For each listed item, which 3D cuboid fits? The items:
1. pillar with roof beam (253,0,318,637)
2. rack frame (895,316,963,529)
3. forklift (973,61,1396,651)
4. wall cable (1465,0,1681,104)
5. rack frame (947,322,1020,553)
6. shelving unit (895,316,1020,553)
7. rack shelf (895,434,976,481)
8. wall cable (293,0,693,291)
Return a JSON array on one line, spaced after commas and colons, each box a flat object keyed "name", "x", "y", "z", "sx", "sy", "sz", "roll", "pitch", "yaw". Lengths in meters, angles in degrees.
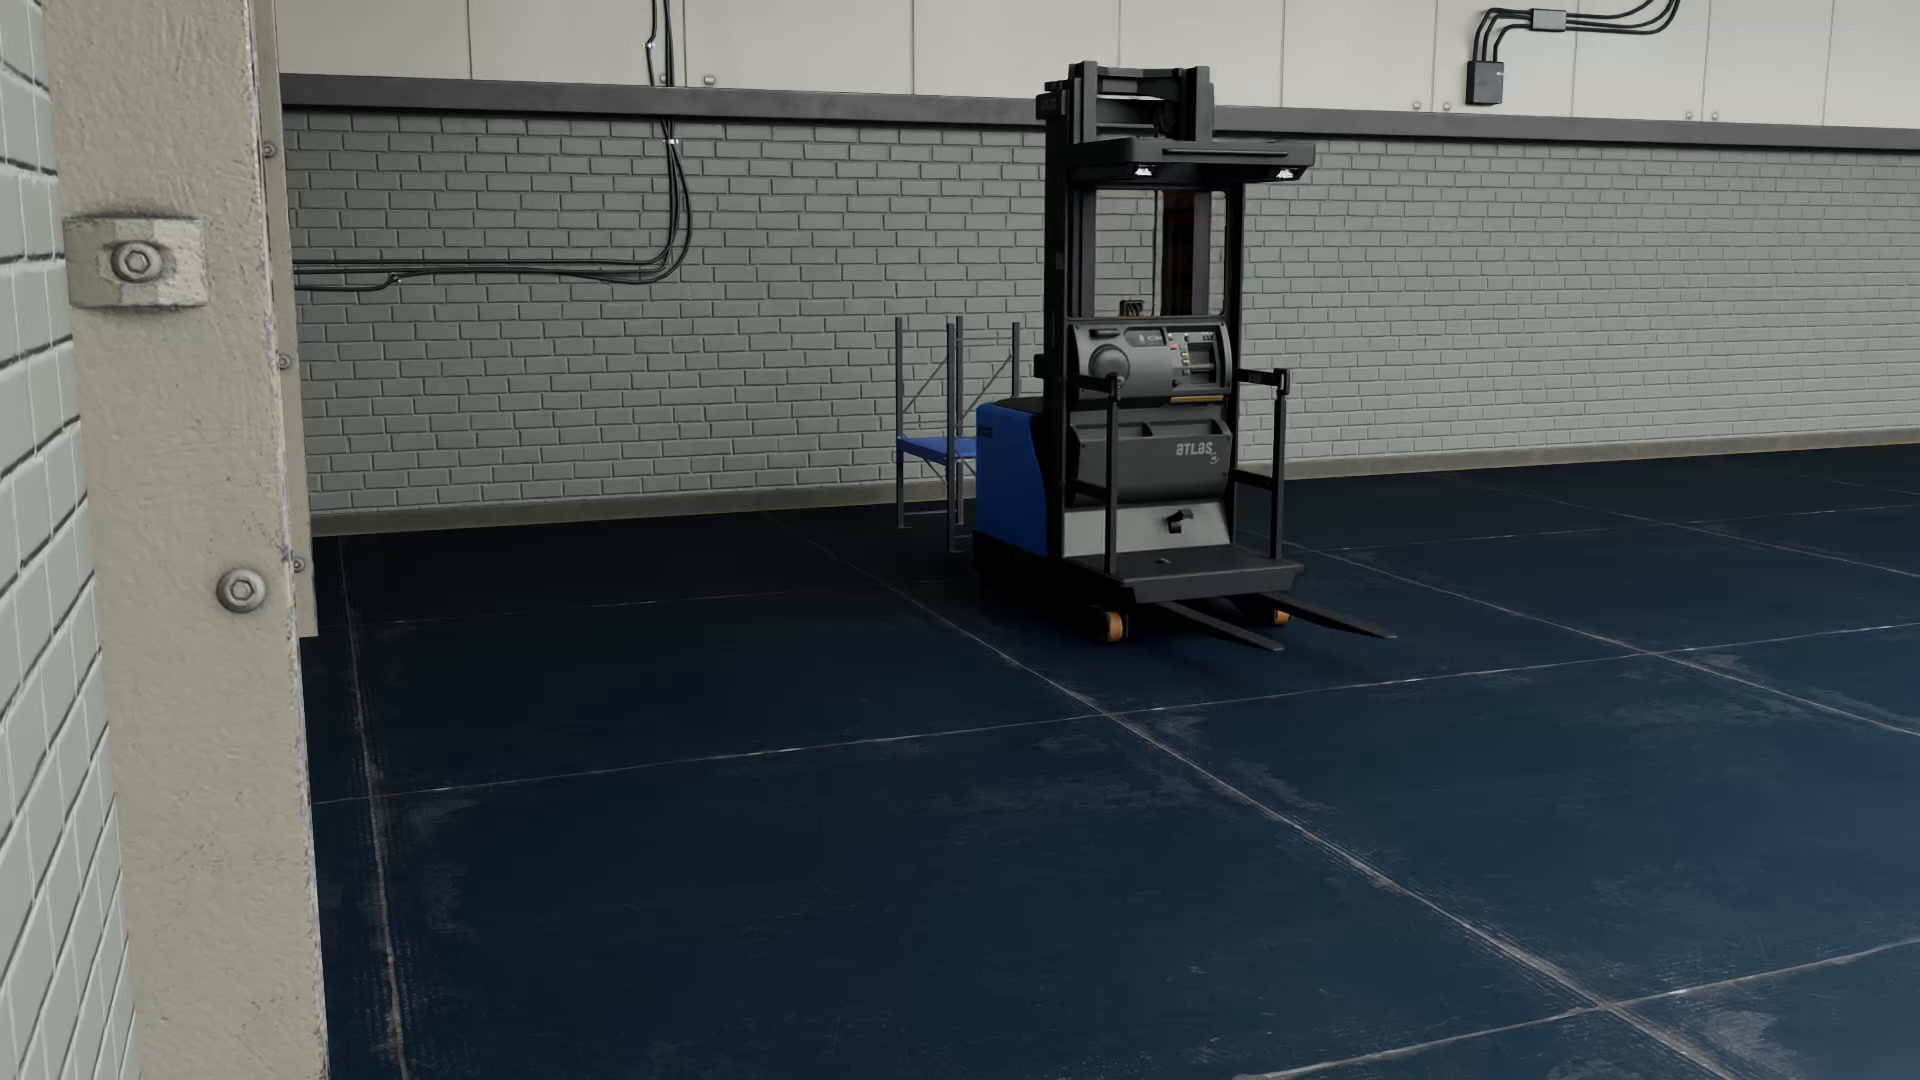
[{"name": "pillar with roof beam", "x": 0.467, "y": -4.229, "z": 9.499, "sx": 9.100, "sy": 9.000, "sz": 0.400, "roll": -4, "pitch": 11, "yaw": -21}, {"name": "rack frame", "x": -0.215, "y": -0.835, "z": 11.834, "sx": 0.500, "sy": 1.500, "sz": 0.032, "roll": -4, "pitch": 11, "yaw": -21}, {"name": "forklift", "x": 1.115, "y": -1.001, "z": 8.678, "sx": 1.130, "sy": 2.935, "sz": 3.031, "roll": -4, "pitch": 11, "yaw": -22}, {"name": "wall cable", "x": 5.474, "y": -6.795, "z": 14.213, "sx": 2.305, "sy": 6.003, "sz": 0.169, "roll": -4, "pitch": 11, "yaw": -21}, {"name": "rack frame", "x": 0.153, "y": -0.669, "z": 10.901, "sx": 0.500, "sy": 1.500, "sz": 0.032, "roll": -4, "pitch": 11, "yaw": -21}, {"name": "shelving unit", "x": -0.031, "y": -0.752, "z": 11.367, "sx": 0.538, "sy": 1.500, "sz": 1.048, "roll": -4, "pitch": 11, "yaw": -21}, {"name": "rack shelf", "x": -0.031, "y": -0.575, "z": 11.399, "sx": 0.538, "sy": 0.185, "sz": 1.000, "roll": -4, "pitch": 11, "yaw": -21}, {"name": "wall cable", "x": -3.380, "y": -2.992, "z": 11.410, "sx": 3.097, "sy": 2.526, "sz": 0.112, "roll": -4, "pitch": 11, "yaw": -21}]
